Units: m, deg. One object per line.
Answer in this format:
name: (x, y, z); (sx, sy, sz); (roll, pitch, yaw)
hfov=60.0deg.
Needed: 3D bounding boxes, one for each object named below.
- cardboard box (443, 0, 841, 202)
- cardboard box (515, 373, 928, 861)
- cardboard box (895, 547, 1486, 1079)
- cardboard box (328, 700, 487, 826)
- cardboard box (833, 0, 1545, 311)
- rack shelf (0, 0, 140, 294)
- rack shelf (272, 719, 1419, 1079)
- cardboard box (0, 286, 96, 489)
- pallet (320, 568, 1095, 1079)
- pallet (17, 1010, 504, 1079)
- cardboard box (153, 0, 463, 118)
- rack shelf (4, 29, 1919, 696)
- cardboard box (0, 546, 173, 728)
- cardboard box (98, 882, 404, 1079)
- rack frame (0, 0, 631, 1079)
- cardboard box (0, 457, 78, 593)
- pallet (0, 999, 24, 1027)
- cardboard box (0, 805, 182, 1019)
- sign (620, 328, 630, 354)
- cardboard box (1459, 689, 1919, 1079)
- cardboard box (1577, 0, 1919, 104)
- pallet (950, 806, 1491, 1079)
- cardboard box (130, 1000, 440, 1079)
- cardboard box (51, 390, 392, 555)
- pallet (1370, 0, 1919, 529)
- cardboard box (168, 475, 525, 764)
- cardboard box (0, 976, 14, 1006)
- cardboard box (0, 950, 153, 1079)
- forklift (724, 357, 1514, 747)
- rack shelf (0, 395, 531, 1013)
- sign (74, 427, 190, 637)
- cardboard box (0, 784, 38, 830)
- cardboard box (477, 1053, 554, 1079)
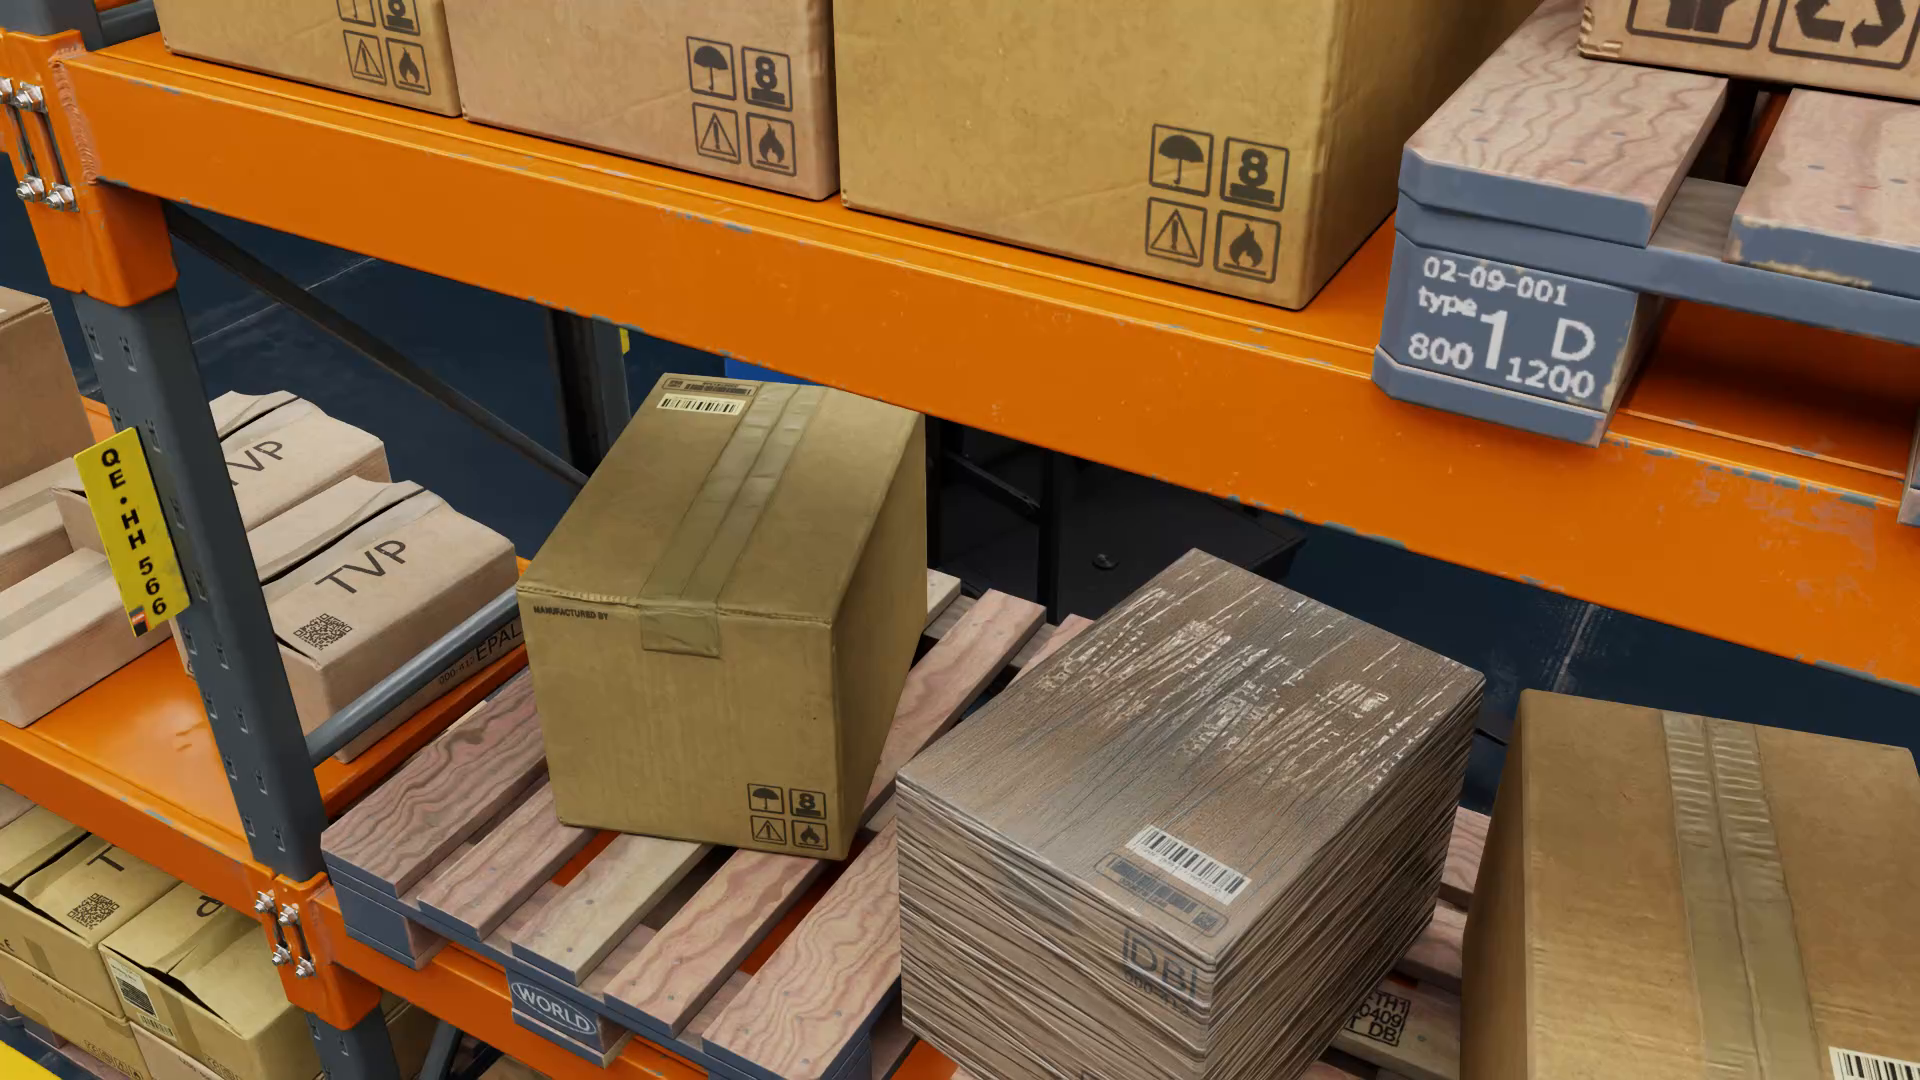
cardboard box: (-0.135, -0.840, 2.009); (0.500, 0.500, 0.910); (18, 37, 24)
cardboard box: (-0.371, 0.108, 2.912); (0.500, 0.500, 0.700); (6, 34, 9)
cardboard box: (0.328, 0.452, 2.396); (0.500, 0.500, 0.700); (25, 41, 33)
cardboard box: (-1.283, 0.657, 4.154); (0.500, 0.311, 0.500); (19, 38, 26)
cardboard box: (0.316, -0.697, 1.794); (0.500, 0.500, 0.910); (18, 37, 24)
rack shelf: (-2.710, -1.293, 3.429); (4.000, 0.370, 1.077); (18, 37, 24)
rack shelf: (0.763, 1.055, 2.608); (4.000, 0.370, 1.077); (18, 37, 24)
cardboard box: (-2.439, -0.289, 3.888); (0.500, 0.500, 0.500); (16, 37, 22)
pallet: (-0.350, 0.438, 3.059); (1.003, 0.211, 1.213); (18, 37, 24)
pallet: (-1.669, 1.121, 4.376); (1.213, 0.211, 1.003); (18, 37, 24)
cardboard box: (-0.578, -0.981, 2.220); (0.500, 0.500, 0.910); (18, 37, 24)
rack shelf: (0.763, -0.193, 1.777); (4.000, 0.370, 1.077); (18, 37, 24)
cardboard box: (-1.892, 0.196, 3.476); (0.250, 0.149, 0.380); (18, 37, 24)
cardboard box: (-1.551, 0.916, 3.763); (0.500, 0.311, 0.500); (19, 38, 26)
rack frame: (-0.974, 0.206, 3.235); (0.127, 3.000, 1.000); (18, 37, 24)
cardboard box: (-2.109, -0.013, 3.790); (0.250, 0.149, 0.380); (21, 39, 28)
pallet: (-2.724, 0.785, 4.880); (1.213, 0.211, 1.003); (18, 37, 24)
cardboard box: (-2.005, 0.777, 3.973); (0.500, 0.311, 0.500); (17, 37, 24)
sign: (-0.713, -0.507, 3.332); (0.005, 0.325, 0.100); (18, 37, 24)
cardboard box: (0.935, 0.633, 2.124); (0.500, 0.500, 0.700); (8, 35, 12)
cardboard box: (0.939, -0.740, 1.390); (0.600, 0.600, 0.600); (16, 37, 23)
pallet: (0.717, 0.818, 2.488); (1.213, 0.211, 1.003); (18, 37, 24)
cardboard box: (-1.552, 1.148, 3.921); (0.500, 0.250, 0.500); (19, 38, 25)
cardboard box: (-1.654, -0.096, 3.769); (0.500, 0.311, 0.500); (17, 37, 24)
pallet: (1.066, -0.361, 1.550); (1.003, 0.211, 1.213); (18, 37, 24)
cardboard box: (-1.268, 0.122, 3.441); (0.500, 0.311, 0.500); (20, 39, 27)
cardboard box: (-2.436, 0.868, 4.342); (0.500, 0.250, 0.500); (18, 38, 25)
cardboard box: (-2.001, 1.008, 4.132); (0.500, 0.250, 0.500); (17, 37, 24)
forklift: (0.463, -0.941, 5.018); (1.130, 2.935, 3.031); (-26, 42, -33)
rack shelf: (-2.710, -0.045, 4.260); (4.000, 0.370, 1.077); (18, 37, 24)
sign: (-1.246, -0.008, 2.511); (0.005, 0.325, 0.100); (18, 37, 24)
cardboard box: (-2.442, 0.637, 4.184); (0.500, 0.311, 0.500); (17, 37, 24)
cardboard box: (-0.720, 1.326, 3.411); (0.500, 0.500, 0.500); (19, 38, 26)
